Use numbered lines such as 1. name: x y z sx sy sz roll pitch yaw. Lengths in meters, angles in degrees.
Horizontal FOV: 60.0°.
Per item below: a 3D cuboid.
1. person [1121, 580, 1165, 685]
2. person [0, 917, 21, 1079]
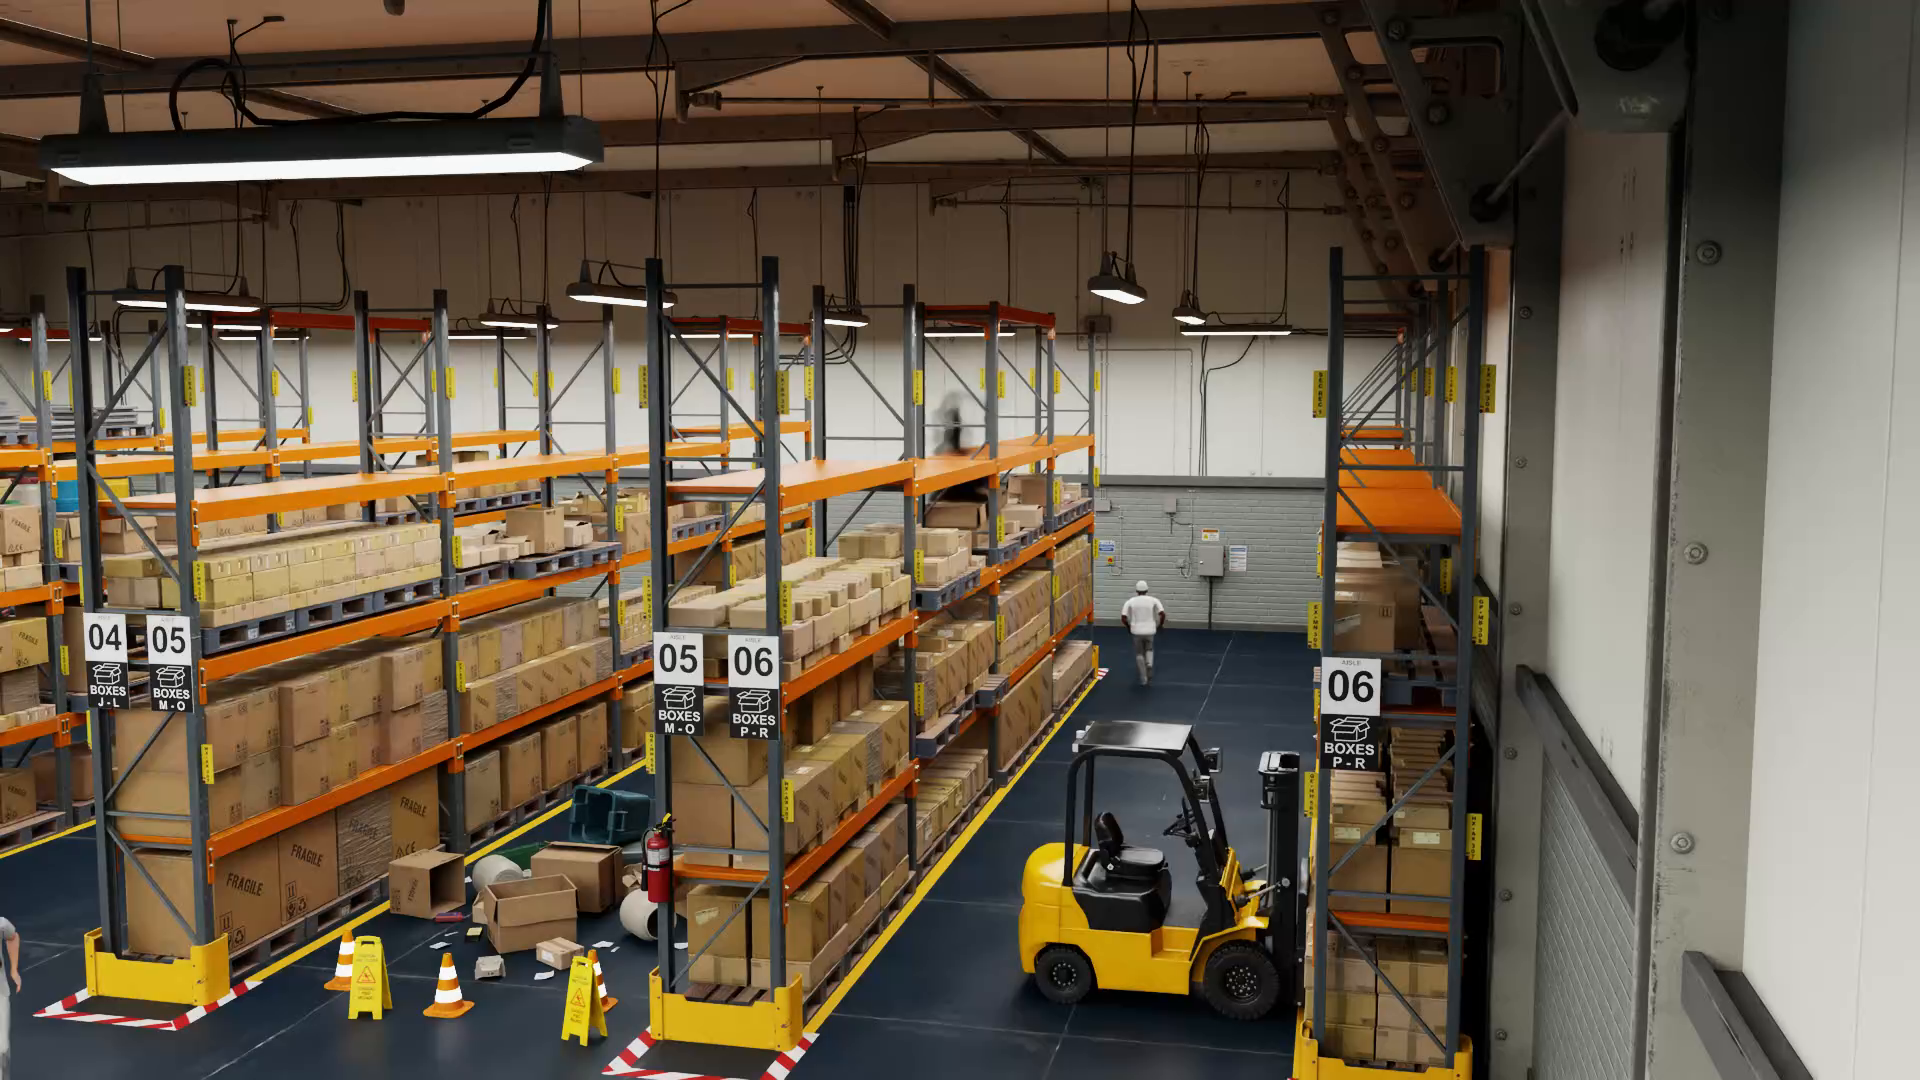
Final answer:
1. person: 3.031 1.536 27.548 0.723 1.717 0.562 0 6 4
2. person: -6.700 3.191 11.372 0.527 1.710 0.812 -4 7 -33
